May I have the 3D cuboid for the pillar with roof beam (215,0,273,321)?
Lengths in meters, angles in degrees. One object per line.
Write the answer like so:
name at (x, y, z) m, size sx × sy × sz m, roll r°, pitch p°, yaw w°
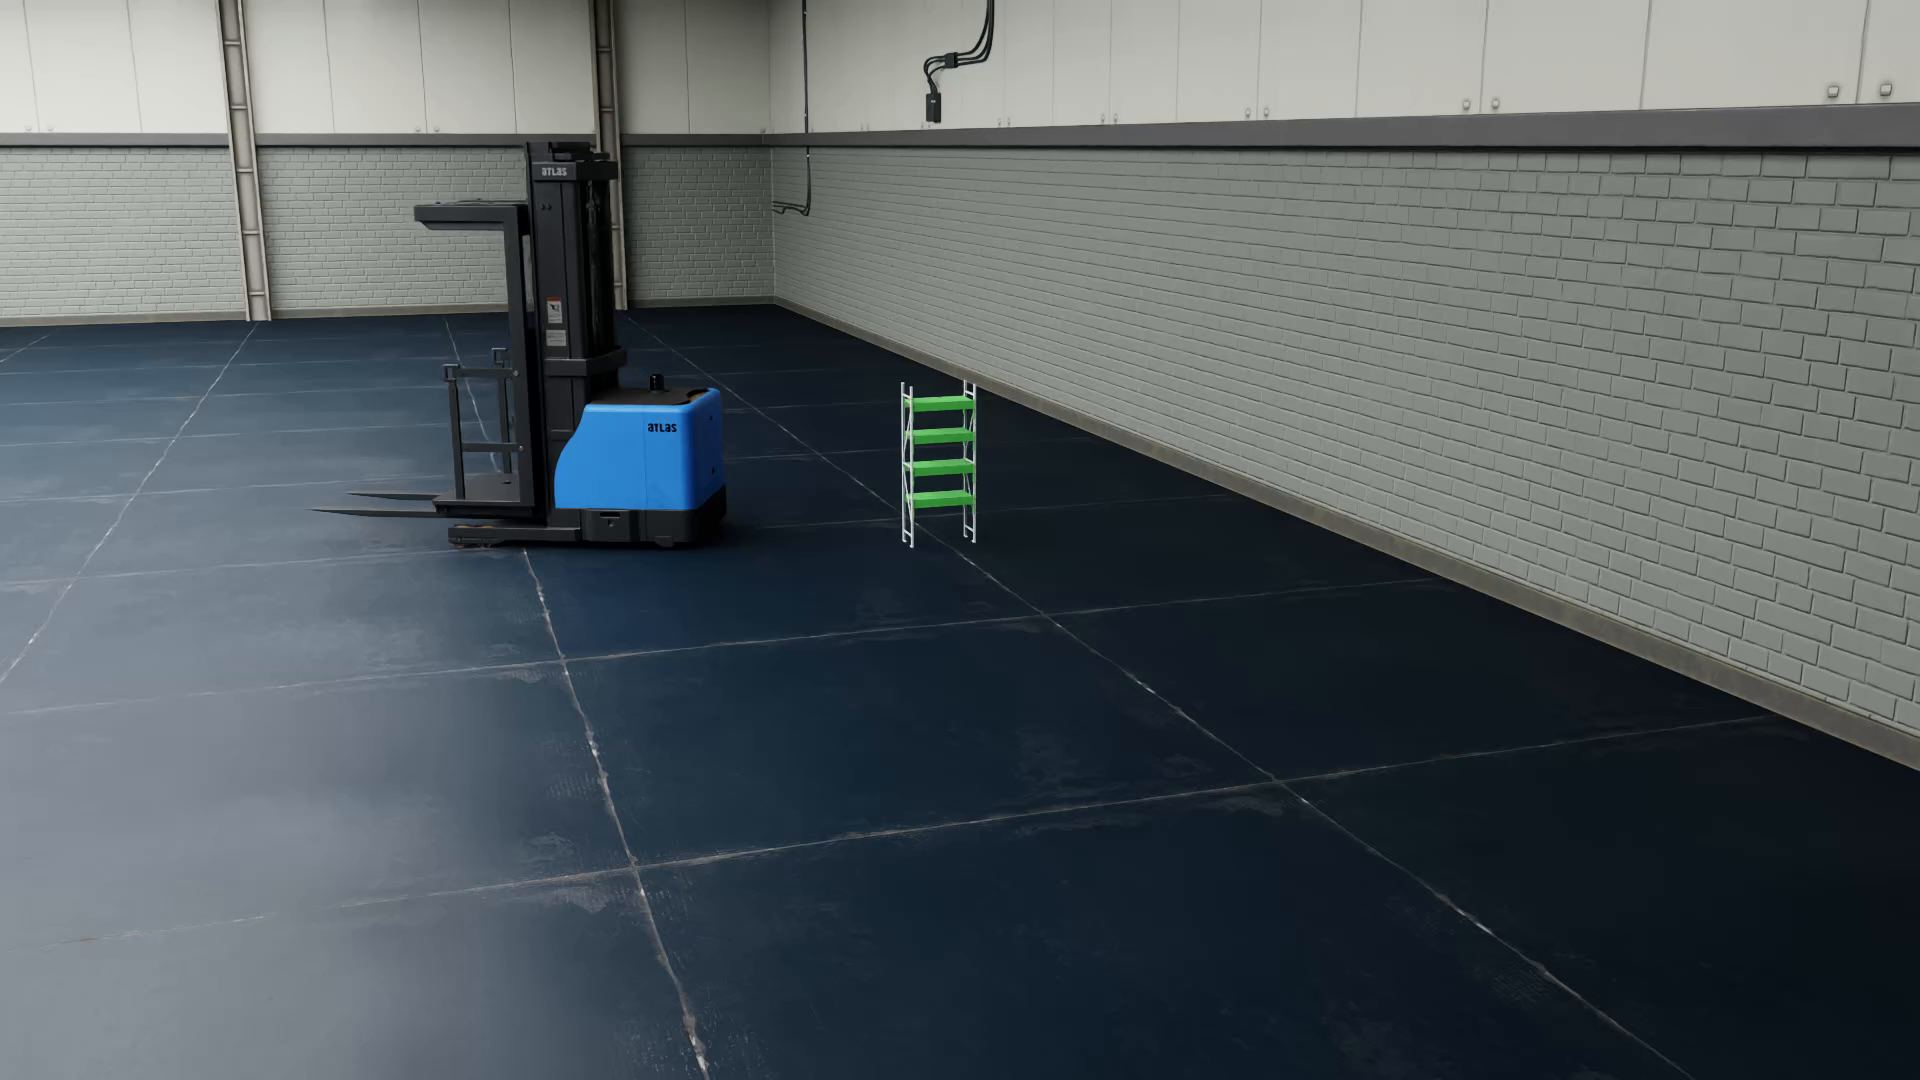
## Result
pillar with roof beam at (-10.578, -7.189, 23.366) m, size 0.400 × 9.000 × 9.100 m, roll -4°, pitch 14°, yaw -18°

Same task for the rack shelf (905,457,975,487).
rack shelf at (-0.157, -0.509, 12.414) m, size 0.480 × 0.148 × 0.258 m, roll -4°, pitch 14°, yaw -18°

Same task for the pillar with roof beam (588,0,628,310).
pillar with roof beam at (-4.891, -7.632, 25.227) m, size 0.400 × 9.000 × 9.100 m, roll -4°, pitch 14°, yaw -18°

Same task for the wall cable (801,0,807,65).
wall cable at (-2.187, -8.856, 26.172) m, size 0.112 × 2.526 × 3.097 m, roll -4°, pitch 14°, yaw -18°

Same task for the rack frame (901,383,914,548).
rack frame at (-0.388, -0.553, 12.323) m, size 0.015 × 1.200 × 0.240 m, roll -4°, pitch 14°, yaw -18°

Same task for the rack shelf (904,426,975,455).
rack shelf at (-0.157, -0.743, 12.358) m, size 0.480 × 0.148 × 0.258 m, roll -4°, pitch 14°, yaw -18°

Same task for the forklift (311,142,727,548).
forklift at (-3.387, -1.488, 12.509) m, size 3.031 × 2.935 × 1.130 m, roll 1°, pitch 13°, yaw 5°

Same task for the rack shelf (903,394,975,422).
rack shelf at (-0.157, -0.976, 12.303) m, size 0.480 × 0.148 × 0.258 m, roll -4°, pitch 14°, yaw -18°

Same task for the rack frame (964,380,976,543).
rack frame at (0.074, -0.590, 12.475) m, size 0.015 × 1.200 × 0.240 m, roll -4°, pitch 14°, yaw -18°

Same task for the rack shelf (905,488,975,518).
rack shelf at (-0.157, -0.276, 12.470) m, size 0.480 × 0.148 × 0.258 m, roll -4°, pitch 14°, yaw -18°

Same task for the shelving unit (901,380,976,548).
shelving unit at (-0.157, -0.572, 12.399) m, size 0.503 × 1.200 × 0.258 m, roll -4°, pitch 14°, yaw -18°

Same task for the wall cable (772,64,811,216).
wall cable at (-3.050, -6.993, 29.251) m, size 0.112 × 2.526 × 3.097 m, roll -4°, pitch 14°, yaw -18°

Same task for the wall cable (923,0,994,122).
wall cable at (-0.037, -8.074, 19.740) m, size 0.169 × 6.003 × 2.305 m, roll -4°, pitch 14°, yaw -18°
